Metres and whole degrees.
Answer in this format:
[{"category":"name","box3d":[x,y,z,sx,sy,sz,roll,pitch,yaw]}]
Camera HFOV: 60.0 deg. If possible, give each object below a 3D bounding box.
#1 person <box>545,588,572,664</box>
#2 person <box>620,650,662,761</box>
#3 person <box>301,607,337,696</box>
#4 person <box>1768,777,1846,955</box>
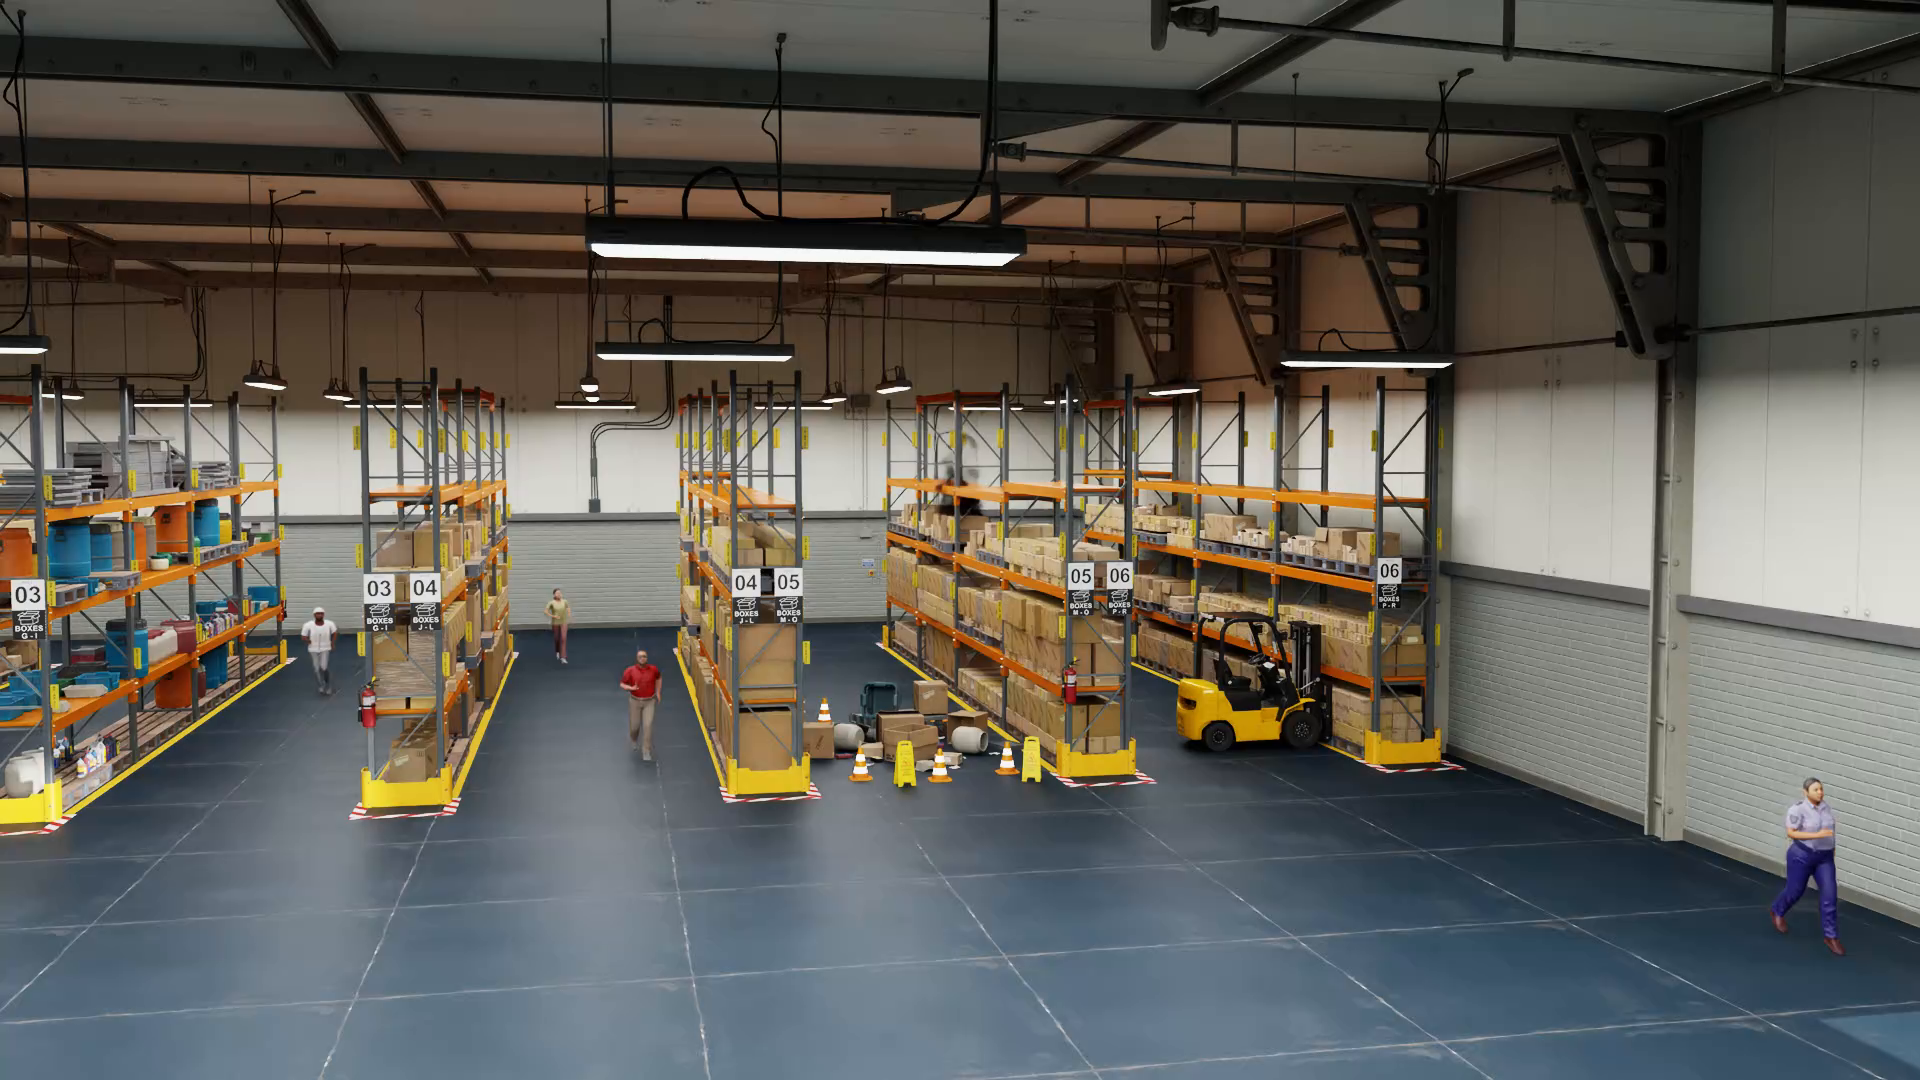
[{"category":"person","box3d":[-9.119,1.930,37.750,0.596,1.682,0.904,-1,4,-19]},{"category":"person","box3d":[-5.003,2.572,26.137,0.675,1.700,0.911,-1,4,-17]},{"category":"person","box3d":[-12.560,2.191,32.591,0.667,1.761,0.660,-1,4,-18]},{"category":"person","box3d":[8.424,3.166,16.473,0.598,1.645,0.930,0,3,-8]}]
